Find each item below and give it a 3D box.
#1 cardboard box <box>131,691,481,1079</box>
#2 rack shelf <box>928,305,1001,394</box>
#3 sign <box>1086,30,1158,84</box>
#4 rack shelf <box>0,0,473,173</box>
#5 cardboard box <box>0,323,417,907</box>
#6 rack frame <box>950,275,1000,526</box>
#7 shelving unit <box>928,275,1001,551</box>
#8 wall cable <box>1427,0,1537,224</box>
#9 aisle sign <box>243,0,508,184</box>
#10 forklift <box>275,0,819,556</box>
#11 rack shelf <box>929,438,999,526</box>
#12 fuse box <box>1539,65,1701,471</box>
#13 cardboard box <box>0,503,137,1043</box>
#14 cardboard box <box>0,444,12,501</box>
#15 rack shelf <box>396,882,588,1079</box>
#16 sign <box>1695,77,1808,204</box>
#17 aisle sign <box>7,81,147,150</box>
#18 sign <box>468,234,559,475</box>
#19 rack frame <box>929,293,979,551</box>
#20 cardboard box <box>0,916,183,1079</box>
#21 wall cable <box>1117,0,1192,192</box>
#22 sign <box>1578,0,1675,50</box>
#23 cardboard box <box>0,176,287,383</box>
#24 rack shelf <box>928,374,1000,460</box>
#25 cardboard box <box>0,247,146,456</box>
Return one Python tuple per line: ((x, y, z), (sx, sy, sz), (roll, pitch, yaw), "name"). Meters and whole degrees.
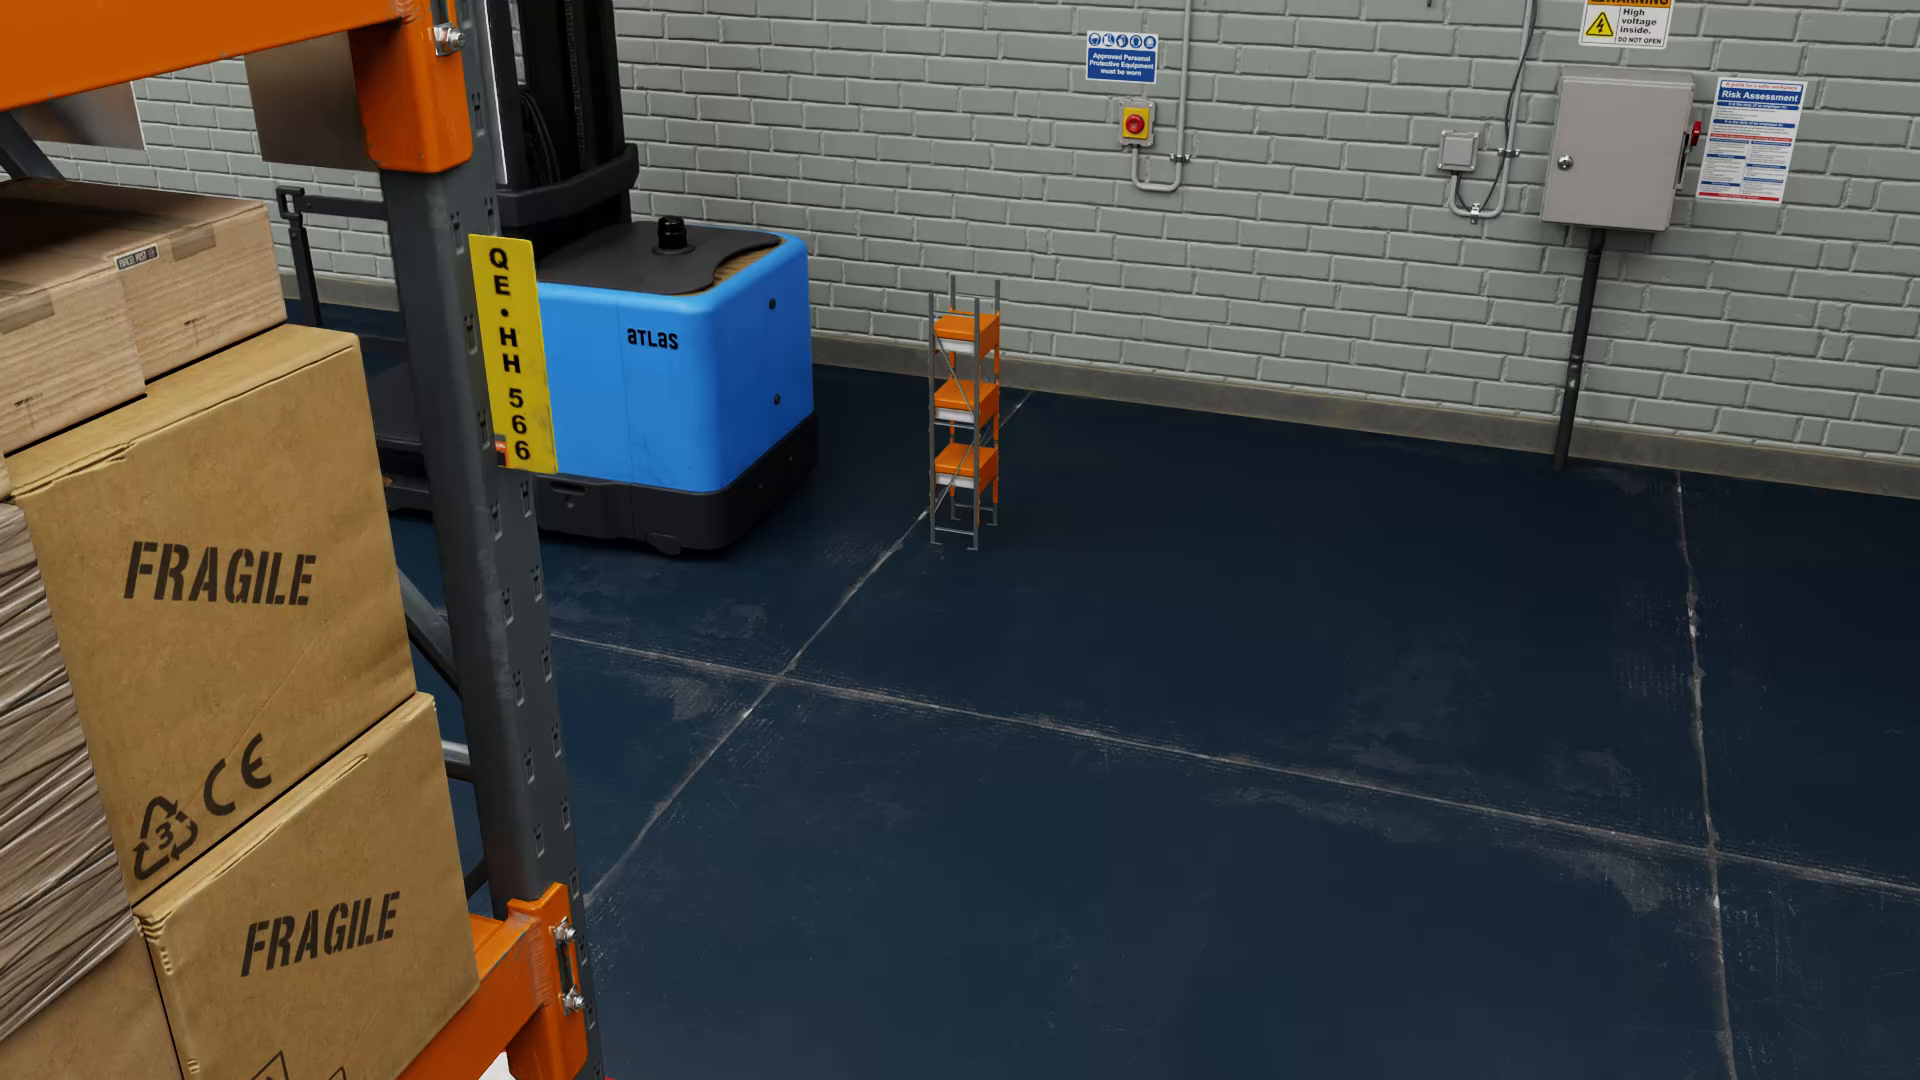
((-1.013, 0.492, 2.176), (0.500, 0.500, 0.500), (9, 27, 18), "cardboard box")
((0.018, -0.740, 6.448), (0.215, 0.259, 0.240), (9, 27, 17), "rack shelf")
((0.727, -2.174, 7.487), (0.327, 0.218, 0.001), (9, 27, 17), "sign")
((-1.767, 0.096, 0.492), (1.077, 0.370, 4.000), (9, 27, 17), "rack shelf")
((-1.038, 0.038, 1.967), (0.500, 0.500, 0.500), (10, 27, 19), "cardboard box")
((0.058, -0.545, 6.670), (0.200, 1.050, 0.008), (9, 27, 17), "rack frame")
((0.018, -0.495, 6.567), (0.215, 1.050, 0.252), (9, 27, 17), "shelving unit")
((2.094, -2.276, 6.843), (0.588, 1.984, 0.122), (9, 27, 17), "wall cable")
((-0.786, -0.854, 2.089), (0.394, 0.787, 0.004), (9, 27, 17), "aisle sign")
((-2.192, -1.631, 6.755), (3.031, 2.935, 1.130), (8, 27, 17), "forklift")
((0.018, -0.235, 6.692), (0.215, 0.259, 0.240), (9, 27, 17), "rack shelf")
((2.685, -1.075, 7.008), (0.539, 1.711, 0.414), (9, 27, 17), "fuse box")
((-1.184, 0.257, 1.514), (0.500, 0.500, 0.500), (9, 27, 18), "cardboard box")
((-1.101, -0.084, 1.474), (0.380, 0.149, 0.250), (8, 27, 17), "cardboard box")
((-1.767, 1.446, 1.146), (1.077, 0.370, 4.000), (9, 27, 17), "rack shelf")
((3.220, -1.626, 6.775), (0.329, 0.494, 0.001), (9, 27, 17), "sign")
((-1.351, -0.941, 2.268), (0.394, 0.787, 0.004), (9, 27, 17), "aisle sign")
((-0.595, -0.243, 2.209), (0.100, 0.325, 0.005), (9, 27, 17), "sign")
((-0.023, -0.444, 6.463), (0.200, 1.050, 0.008), (9, 27, 17), "rack frame")
((-1.194, 0.696, 1.755), (0.500, 0.500, 0.500), (8, 27, 16), "cardboard box")
((0.752, -2.491, 7.252), (0.585, 1.953, 0.123), (9, 27, 17), "wall cable")
((2.702, -2.120, 6.739), (0.339, 0.242, 0.001), (9, 27, 17), "sign")
((-1.032, -0.310, 1.941), (0.380, 0.149, 0.250), (9, 27, 18), "cardboard box")
((0.018, -0.485, 6.571), (0.215, 0.259, 0.240), (9, 27, 17), "rack shelf")
((-1.094, -0.202, 1.719), (0.380, 0.149, 0.250), (9, 27, 18), "cardboard box")
